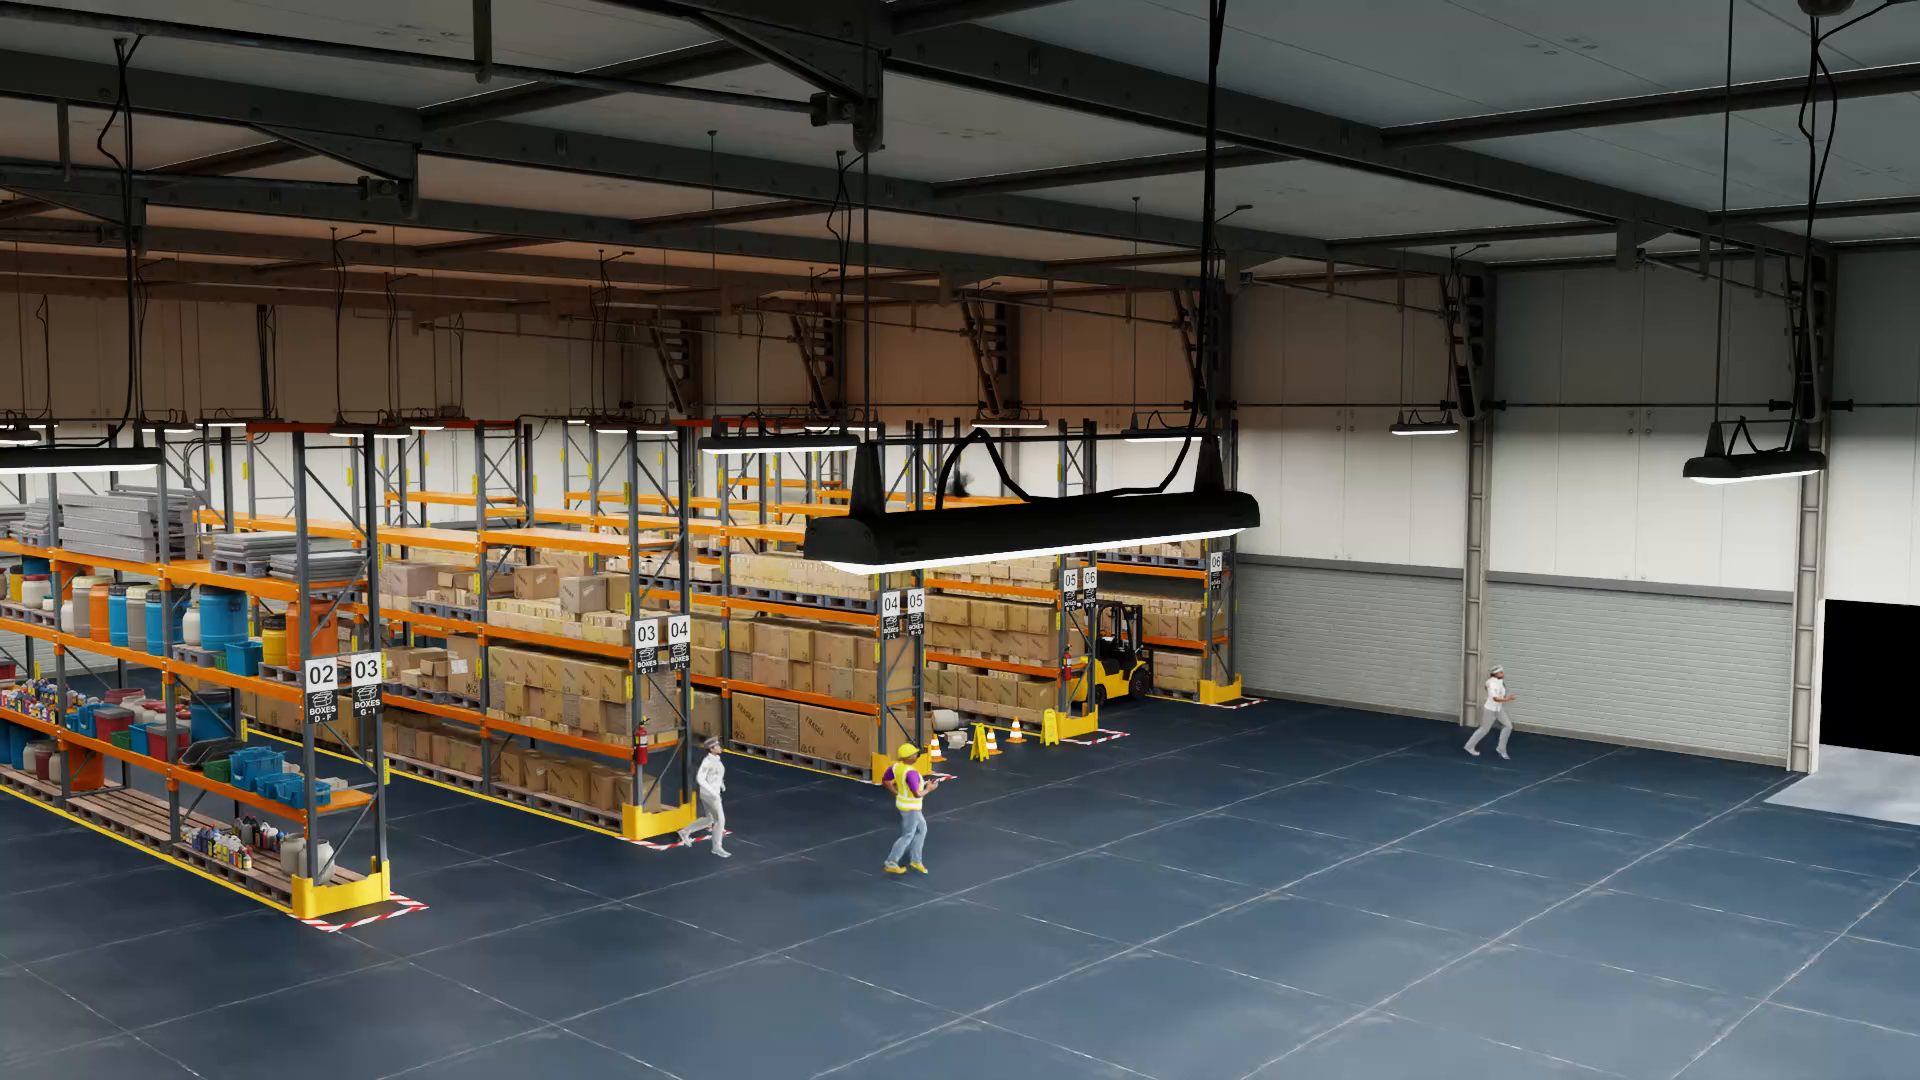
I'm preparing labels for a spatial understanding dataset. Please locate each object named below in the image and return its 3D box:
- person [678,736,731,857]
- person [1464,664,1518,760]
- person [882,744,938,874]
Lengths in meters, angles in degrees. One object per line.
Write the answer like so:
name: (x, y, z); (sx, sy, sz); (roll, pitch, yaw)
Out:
person: (-3.567, 3.588, 23.379); (0.705, 1.707, 0.628); (0, 5, -1)
person: (9.514, 3.064, 29.730); (0.885, 1.739, 0.583); (3, 5, 31)
person: (-0.675, 3.628, 22.276); (0.730, 1.823, 0.674); (-2, 5, -18)
